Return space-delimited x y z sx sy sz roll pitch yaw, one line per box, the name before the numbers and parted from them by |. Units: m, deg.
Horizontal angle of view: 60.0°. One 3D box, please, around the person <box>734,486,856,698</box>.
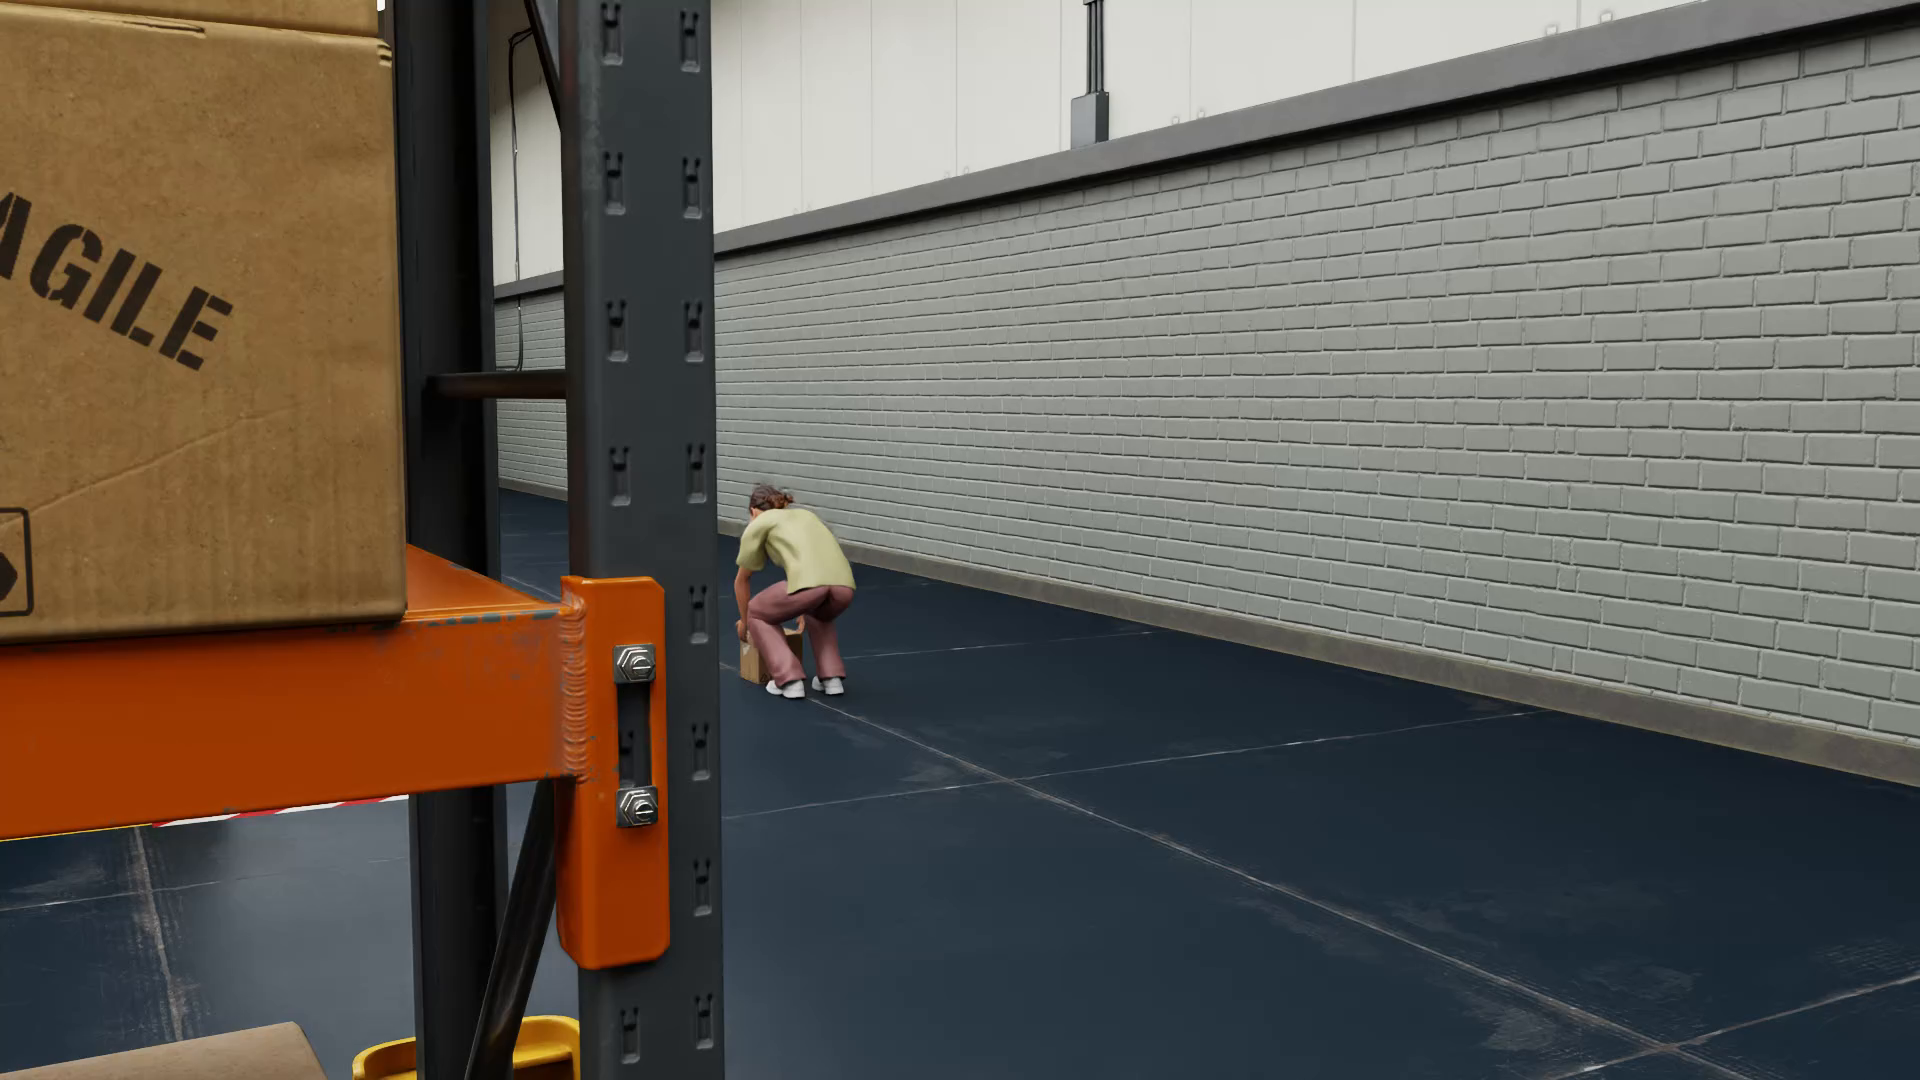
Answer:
person | -0.840 0.252 8.326 0.496 1.023 0.777 -3 6 -29
